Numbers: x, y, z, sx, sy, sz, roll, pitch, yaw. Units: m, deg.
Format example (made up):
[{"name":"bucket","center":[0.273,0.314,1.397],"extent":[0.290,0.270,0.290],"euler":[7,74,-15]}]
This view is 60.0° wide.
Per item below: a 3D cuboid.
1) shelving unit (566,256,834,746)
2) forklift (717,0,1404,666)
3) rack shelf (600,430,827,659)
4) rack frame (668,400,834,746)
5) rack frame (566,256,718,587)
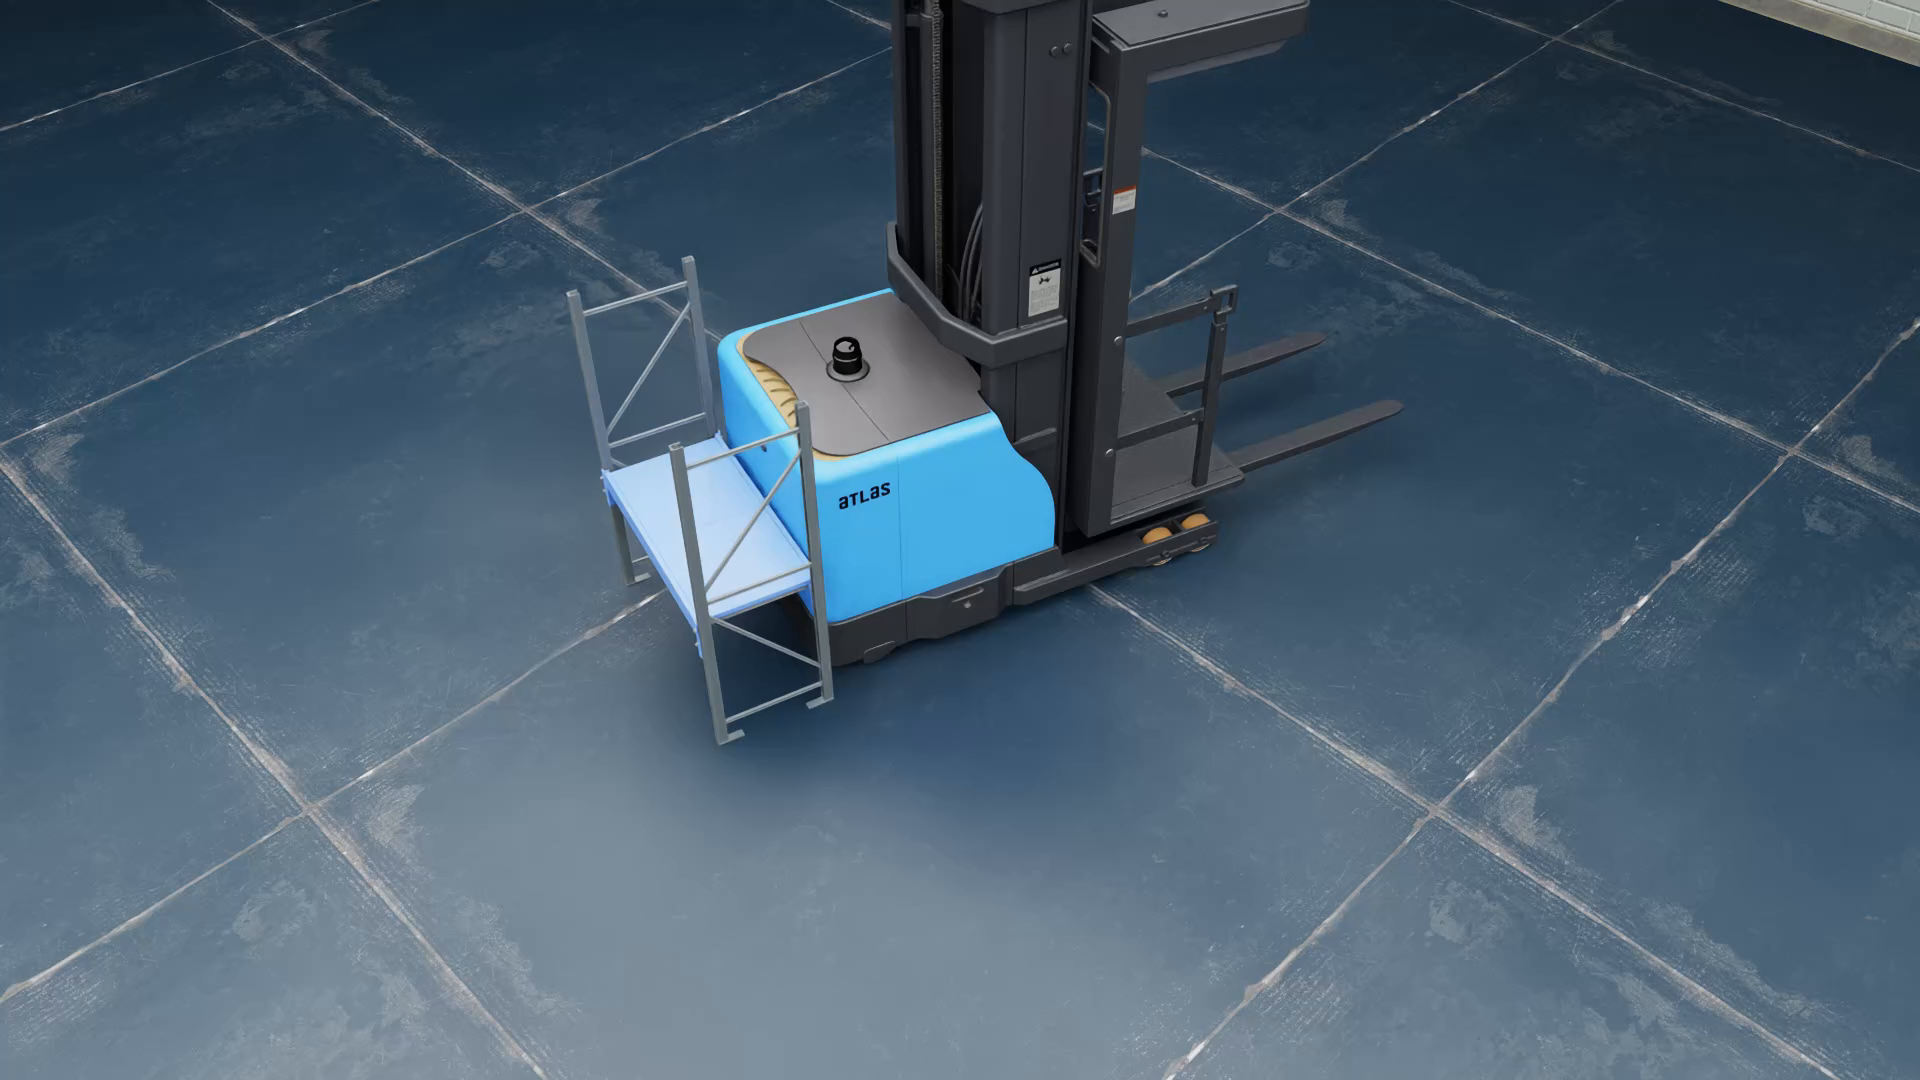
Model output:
[{"name":"shelving unit","center":[-0.981,-0.138,6.409],"extent":[0.538,1.500,1.048],"euler":[-21,47,-21]},{"name":"forklift","center":[0.561,-1.269,6.581],"extent":[3.031,2.935,1.130],"euler":[-19,46,-19]},{"name":"rack shelf","center":[-0.980,-0.007,6.532],"extent":[0.538,0.185,1.000],"euler":[-21,47,-21]},{"name":"rack frame","center":[-0.735,0.164,6.083],"extent":[0.500,1.500,0.032],"euler":[-21,47,-21]},{"name":"rack frame","center":[-1.227,-0.440,6.736],"extent":[0.500,1.500,0.032],"euler":[-21,47,-21]}]
